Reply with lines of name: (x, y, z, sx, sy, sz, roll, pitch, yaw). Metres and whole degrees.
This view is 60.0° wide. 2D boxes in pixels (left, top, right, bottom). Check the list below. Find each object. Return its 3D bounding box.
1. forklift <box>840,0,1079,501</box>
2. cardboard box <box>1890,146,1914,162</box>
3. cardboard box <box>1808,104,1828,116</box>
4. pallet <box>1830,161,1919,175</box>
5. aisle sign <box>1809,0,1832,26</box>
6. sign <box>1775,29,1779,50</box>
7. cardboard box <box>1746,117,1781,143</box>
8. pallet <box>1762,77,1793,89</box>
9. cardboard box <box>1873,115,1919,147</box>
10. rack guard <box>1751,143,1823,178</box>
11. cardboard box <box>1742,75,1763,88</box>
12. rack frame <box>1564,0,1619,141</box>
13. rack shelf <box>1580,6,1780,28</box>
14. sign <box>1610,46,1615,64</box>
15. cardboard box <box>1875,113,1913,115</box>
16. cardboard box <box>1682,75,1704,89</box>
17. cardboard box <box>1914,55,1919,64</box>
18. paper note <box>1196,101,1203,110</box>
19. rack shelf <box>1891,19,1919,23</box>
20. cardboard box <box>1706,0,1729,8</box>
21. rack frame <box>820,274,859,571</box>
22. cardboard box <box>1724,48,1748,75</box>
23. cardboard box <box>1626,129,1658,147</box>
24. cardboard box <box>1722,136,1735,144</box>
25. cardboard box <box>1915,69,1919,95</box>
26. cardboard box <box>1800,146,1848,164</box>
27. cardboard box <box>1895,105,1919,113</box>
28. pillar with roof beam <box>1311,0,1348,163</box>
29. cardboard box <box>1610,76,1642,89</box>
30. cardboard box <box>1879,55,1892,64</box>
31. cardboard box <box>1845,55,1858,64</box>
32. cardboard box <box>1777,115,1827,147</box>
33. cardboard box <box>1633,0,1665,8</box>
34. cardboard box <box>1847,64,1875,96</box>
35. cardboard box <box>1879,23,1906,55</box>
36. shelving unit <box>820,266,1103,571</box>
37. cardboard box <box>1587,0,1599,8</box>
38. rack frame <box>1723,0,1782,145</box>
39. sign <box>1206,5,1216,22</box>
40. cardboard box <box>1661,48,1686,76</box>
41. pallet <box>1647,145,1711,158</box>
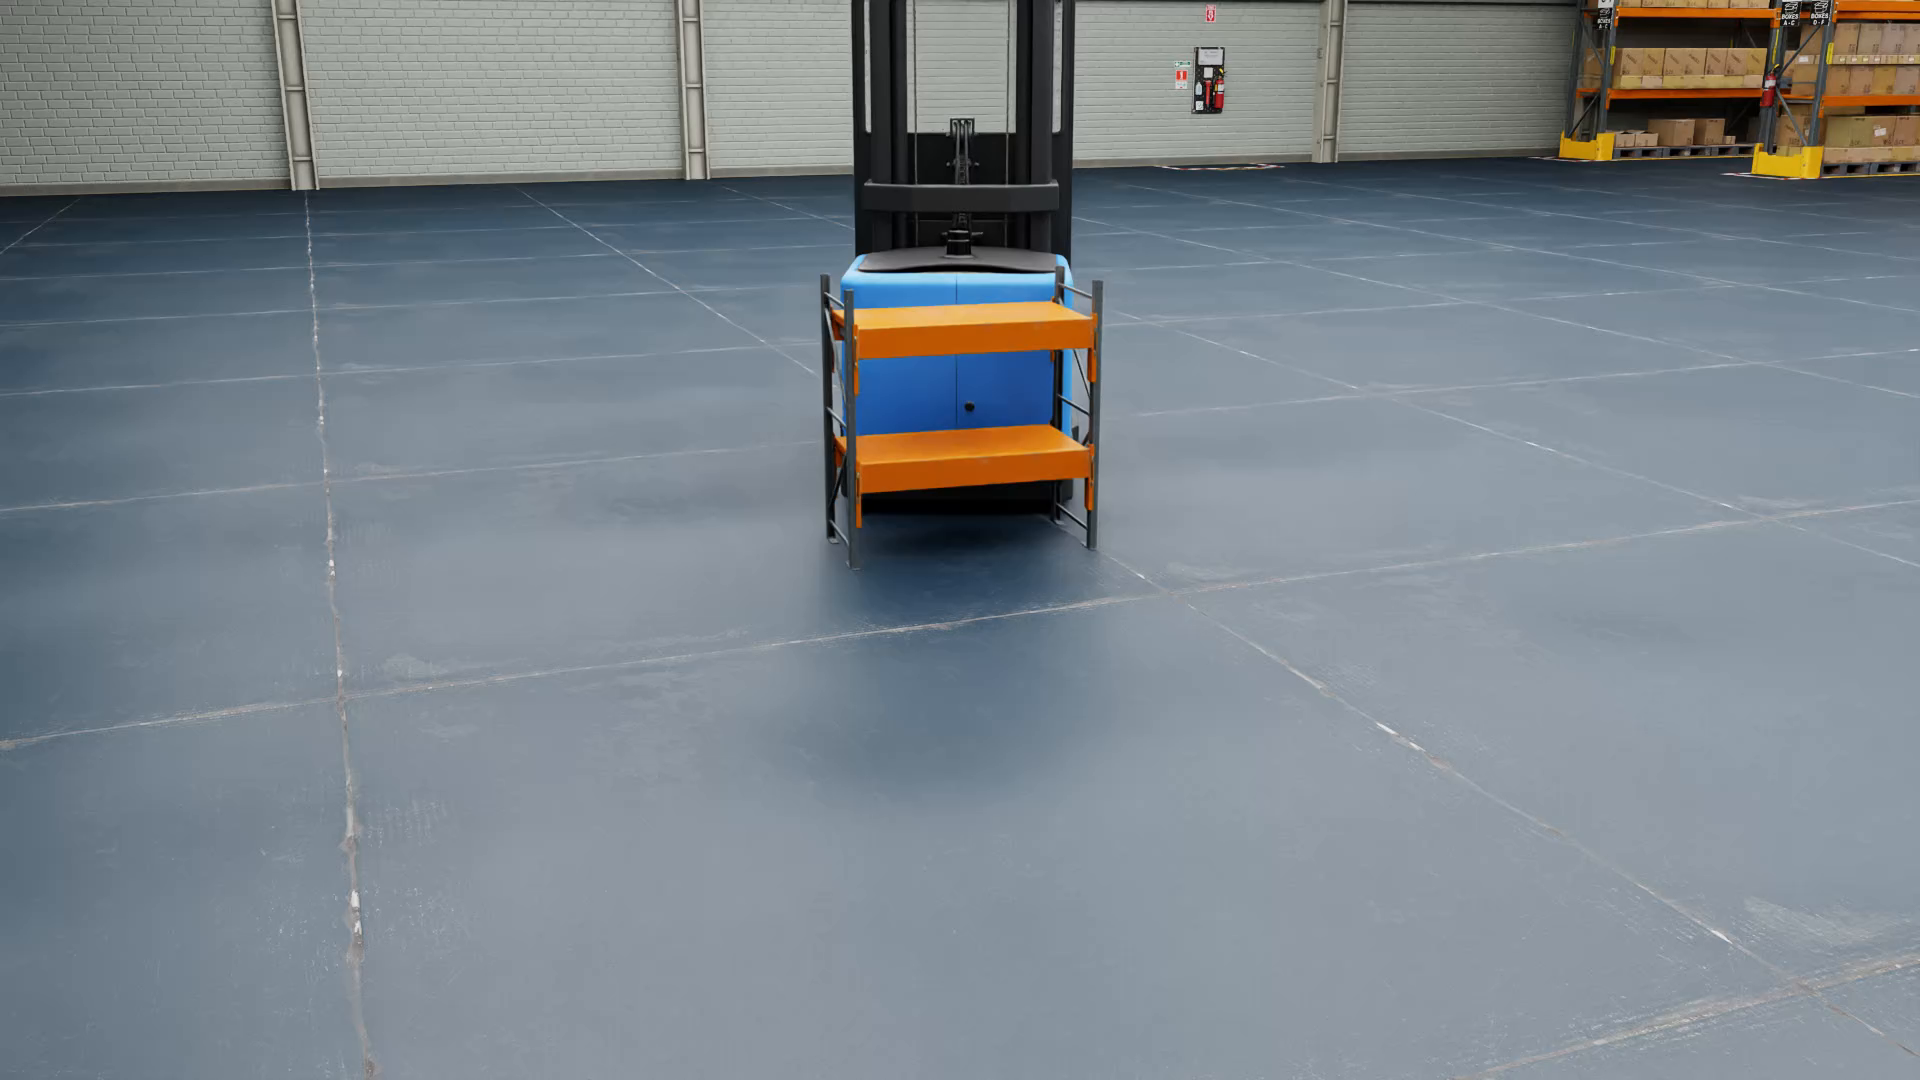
forklift: (0.022, -1.941, 8.505, 1.130, 2.935, 3.031, 0, 16, 1)
cardboard box: (15.895, -6.611, 28.422, 0.500, 0.250, 0.500, -6, 17, -20)
cardboard box: (17.449, -8.838, 34.195, 0.500, 0.250, 0.500, -7, 18, -22)
pallet: (15.750, -6.455, 28.704, 1.213, 0.211, 1.003, -6, 17, -20)
aisle sign: (13.962, -8.743, 26.933, 0.004, 0.787, 0.394, -6, 17, -20)
sign: (13.733, -8.396, 27.890, 0.005, 0.325, 0.100, -6, 17, -20)
cardboard box: (16.554, -8.379, 33.964, 0.500, 0.500, 0.700, -6, 17, -18)
pallet: (16.639, -9.236, 33.565, 1.213, 0.211, 1.003, -6, 17, -20)
cardboard box: (15.896, -6.971, 28.316, 0.500, 0.500, 0.500, -6, 17, -20)
rack guard: (13.891, -6.381, 27.940, 0.348, 0.500, 1.175, -6, 17, -20)
cardboard box: (15.539, -9.099, 32.990, 0.500, 0.250, 0.500, -6, 17, -20)
rack frame: (12.138, -8.886, 32.033, 0.127, 3.000, 1.000, -6, 17, -20)
rack shelf: (14.005, -10.181, 32.398, 4.000, 0.370, 1.077, -6, 17, -20)
sign: (12.332, -9.158, 31.425, 0.005, 0.325, 0.100, -6, 17, -20)
cardboard box: (16.170, -7.163, 28.970, 0.500, 0.500, 0.500, -6, 17, -20)
cardboard box: (14.137, -8.945, 32.466, 0.500, 0.250, 0.500, -6, 17, -20)
cardboard box: (16.038, -8.106, 28.050, 0.250, 0.149, 0.380, -6, 17, -18)
paper note: (4.368, -7.917, 30.299, 0.142, 0.148, 0.016, -6, 17, -20)
rack shelf: (21.476, -10.988, 35.145, 4.000, 0.370, 1.077, -6, 17, -20)
cardboard box: (14.509, -10.556, 32.185, 0.500, 0.500, 0.500, -7, 18, -22)
rack frame: (-0.490, -0.483, 6.747, 0.032, 1.125, 0.500, -5, 17, -15)
cardboard box: (15.078, -9.405, 32.703, 0.500, 0.500, 0.500, -6, 17, -20)
cardboard box: (13.348, -7.910, 32.702, 0.500, 0.311, 0.500, -5, 17, -15)
cardboard box: (15.384, -8.079, 33.533, 0.250, 0.166, 0.380, -9, 18, -27)
cardboard box: (16.277, -7.883, 28.441, 0.500, 0.500, 0.700, -6, 17, -19)
cardboard box: (14.494, -6.460, 27.909, 0.500, 0.250, 0.500, -6, 17, -20)
cardboard box: (20.342, -8.902, 35.158, 0.750, 0.750, 0.750, -6, 18, -21)
pillar with roof beam: (8.420, -10.325, 26.286, 0.400, 9.000, 9.100, -6, 17, -20)
cardboard box: (12.707, -8.789, 31.934, 0.500, 0.250, 0.500, -7, 18, -22)
cardboard box: (15.321, -8.029, 27.788, 0.250, 0.149, 0.380, -7, 18, -22)
cardboard box: (14.603, -7.952, 27.525, 0.250, 0.149, 0.380, -7, 18, -22)
cardboard box: (14.308, -6.957, 28.269, 0.500, 0.500, 0.500, -6, 17, -20)
cardboard box: (13.054, -10.395, 31.637, 0.500, 0.500, 0.500, -5, 17, -16)
cardboard box: (14.843, -7.729, 27.915, 0.500, 0.500, 0.700, -6, 17, -19)
cardboard box: (15.363, -8.408, 27.925, 0.500, 0.500, 0.700, -6, 17, -20)
shelving unit: (-0.001, -0.523, 6.881, 1.048, 1.125, 0.538, -5, 17, -15)
cardboard box: (12.437, -10.491, 31.963, 0.500, 0.500, 0.500, -5, 17, -16)
rack frame: (15.873, -9.289, 33.406, 0.127, 3.000, 1.000, -6, 17, -20)
sign: (4.515, -9.477, 29.934, 0.199, 0.298, 0.001, -6, 17, -20)
cardboard box: (13.641, -9.250, 32.173, 0.500, 0.500, 0.500, -7, 18, -22)
pallet: (14.117, -7.750, 33.114, 1.213, 0.211, 1.003, -6, 17, -20)
